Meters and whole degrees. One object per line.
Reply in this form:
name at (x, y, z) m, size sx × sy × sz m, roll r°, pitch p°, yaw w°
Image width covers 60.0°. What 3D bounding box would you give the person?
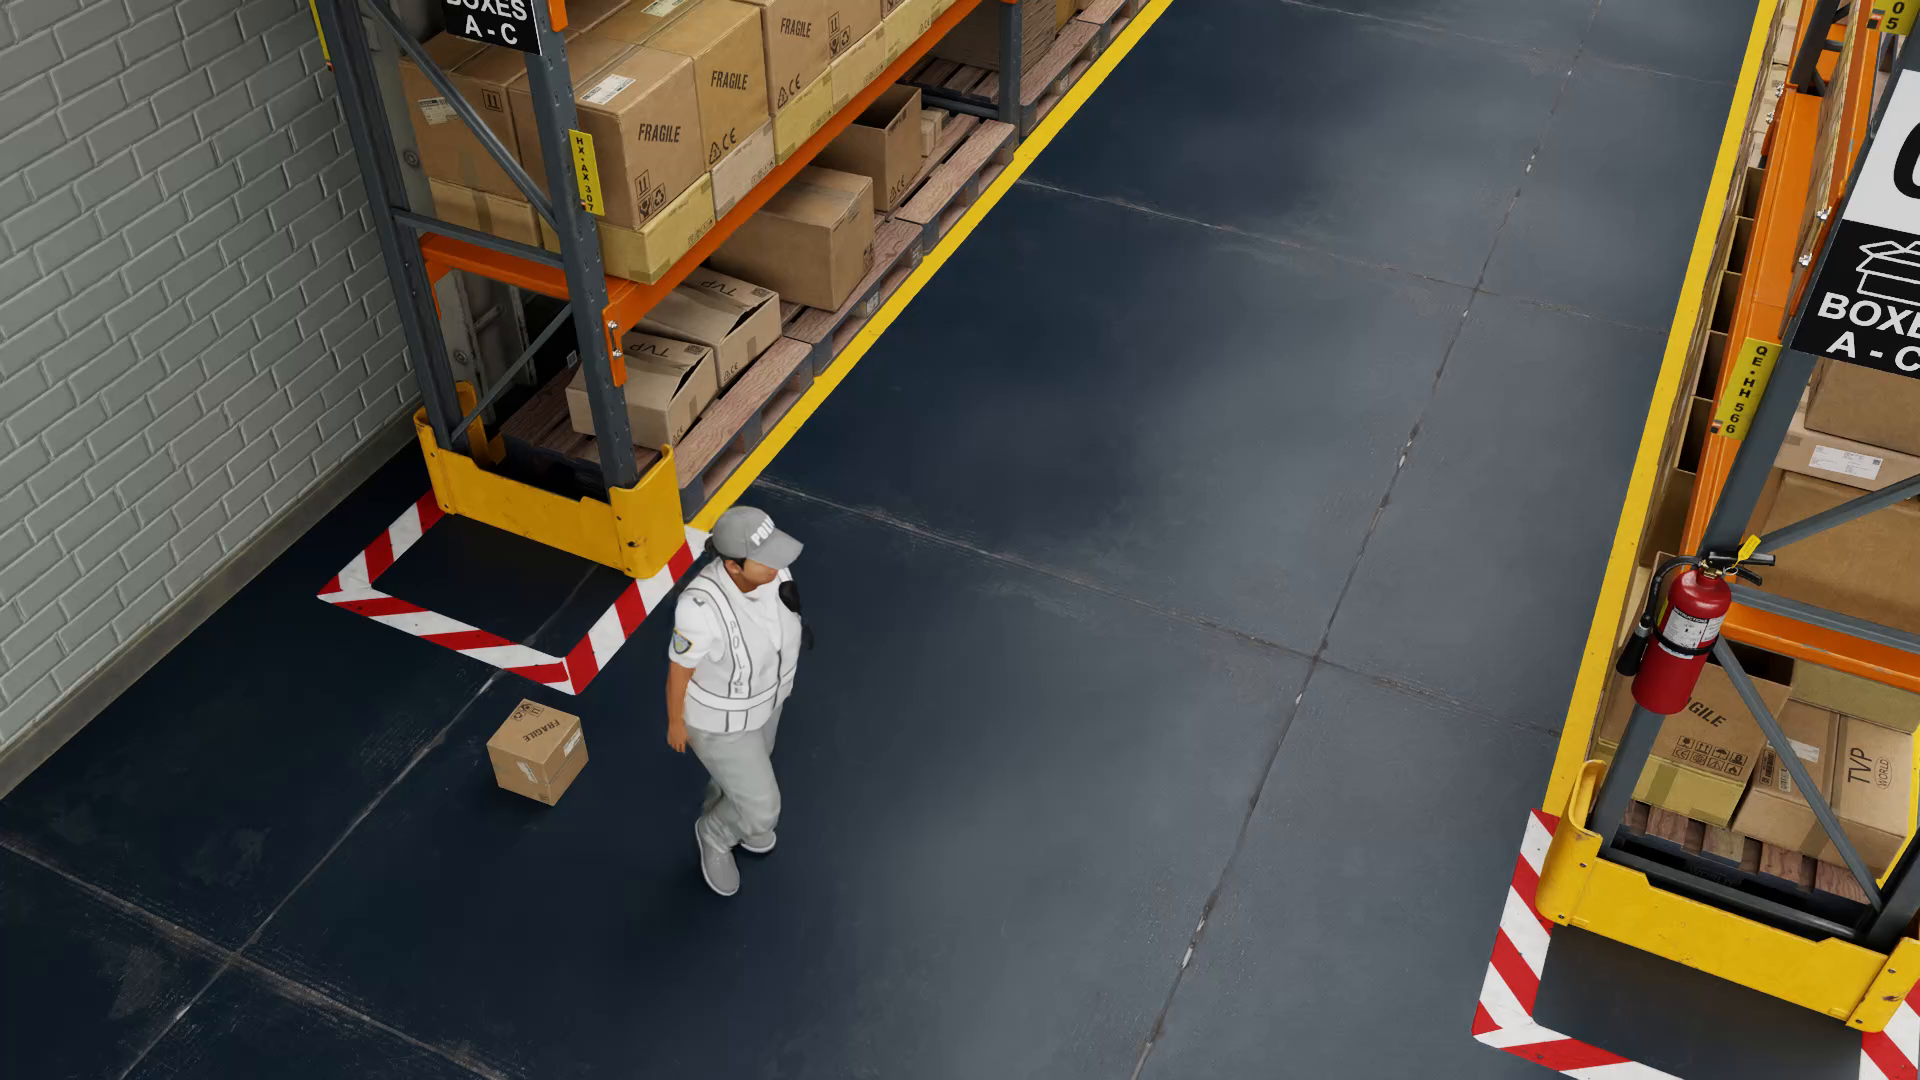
person at (-0.733, 0.525, 5.560) m, size 0.502 × 1.647 × 0.528 m, roll 22°, pitch 46°, yaw 22°
